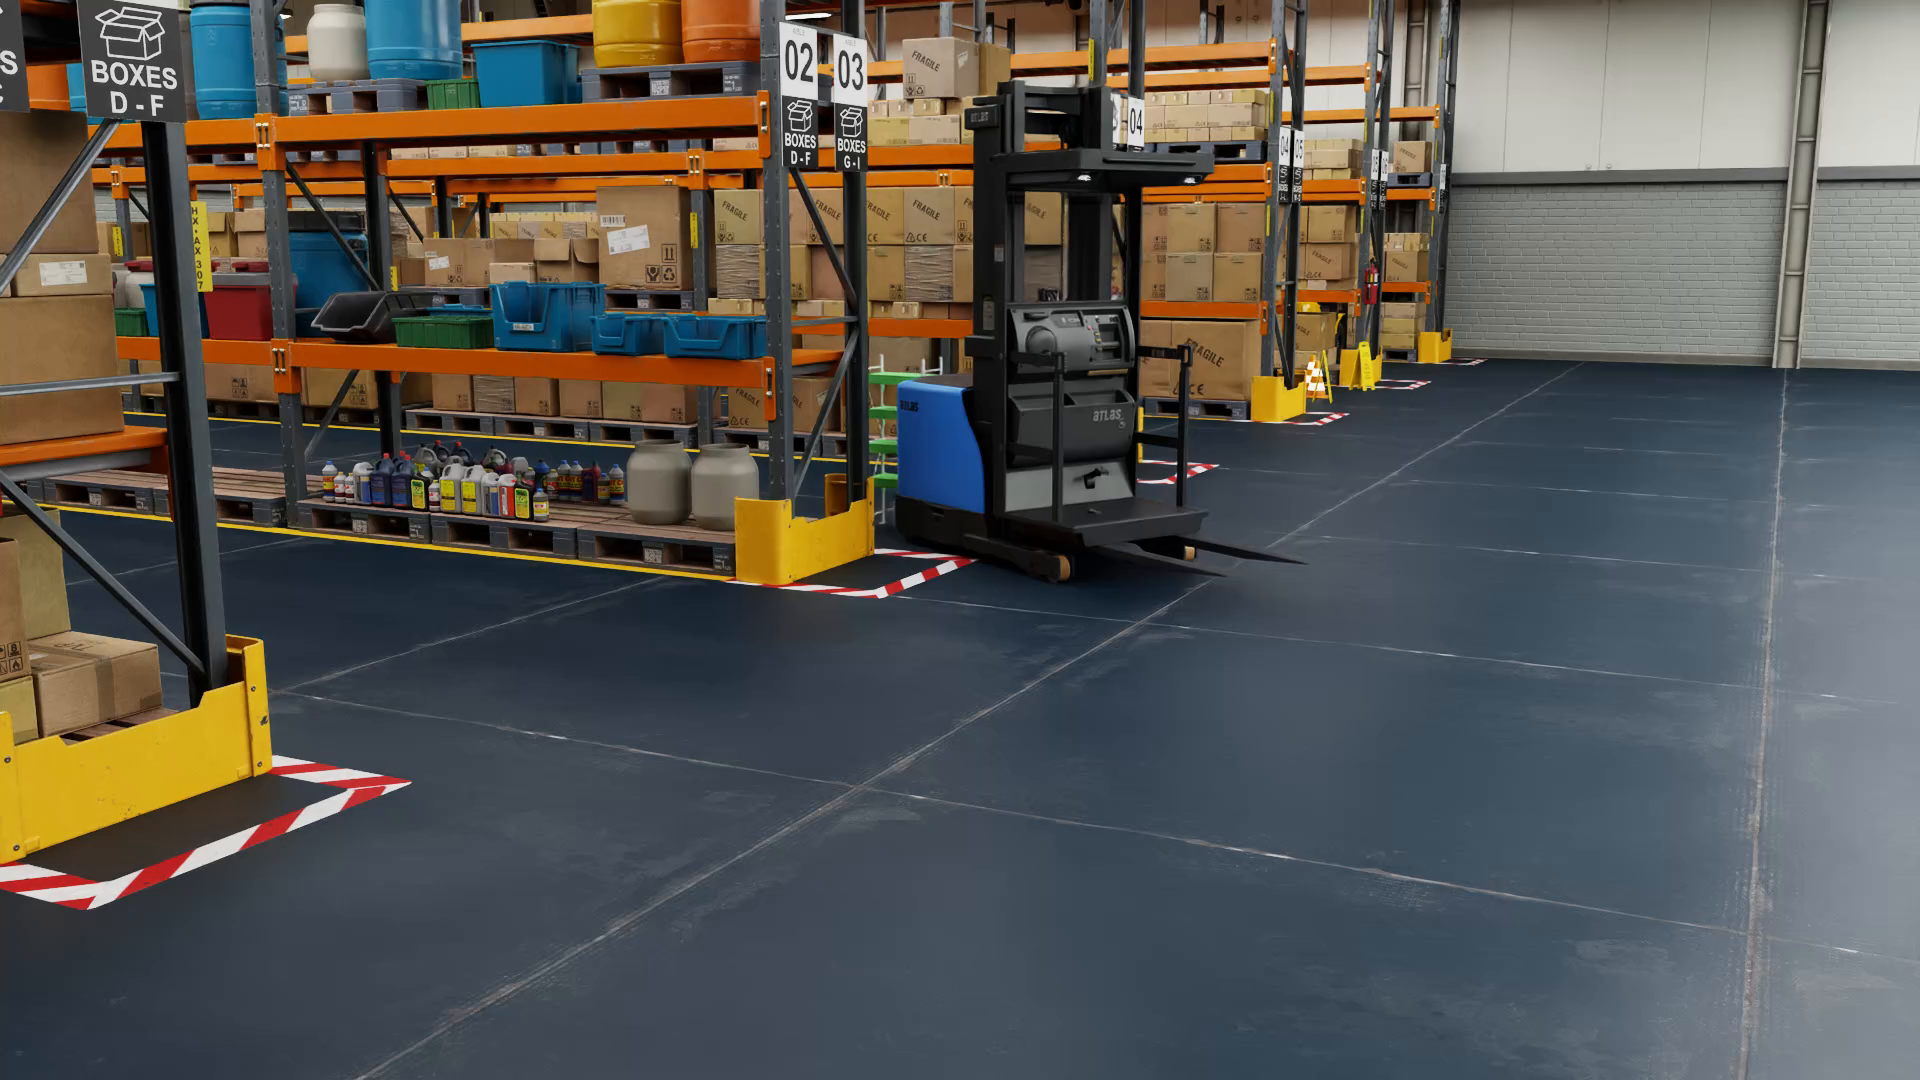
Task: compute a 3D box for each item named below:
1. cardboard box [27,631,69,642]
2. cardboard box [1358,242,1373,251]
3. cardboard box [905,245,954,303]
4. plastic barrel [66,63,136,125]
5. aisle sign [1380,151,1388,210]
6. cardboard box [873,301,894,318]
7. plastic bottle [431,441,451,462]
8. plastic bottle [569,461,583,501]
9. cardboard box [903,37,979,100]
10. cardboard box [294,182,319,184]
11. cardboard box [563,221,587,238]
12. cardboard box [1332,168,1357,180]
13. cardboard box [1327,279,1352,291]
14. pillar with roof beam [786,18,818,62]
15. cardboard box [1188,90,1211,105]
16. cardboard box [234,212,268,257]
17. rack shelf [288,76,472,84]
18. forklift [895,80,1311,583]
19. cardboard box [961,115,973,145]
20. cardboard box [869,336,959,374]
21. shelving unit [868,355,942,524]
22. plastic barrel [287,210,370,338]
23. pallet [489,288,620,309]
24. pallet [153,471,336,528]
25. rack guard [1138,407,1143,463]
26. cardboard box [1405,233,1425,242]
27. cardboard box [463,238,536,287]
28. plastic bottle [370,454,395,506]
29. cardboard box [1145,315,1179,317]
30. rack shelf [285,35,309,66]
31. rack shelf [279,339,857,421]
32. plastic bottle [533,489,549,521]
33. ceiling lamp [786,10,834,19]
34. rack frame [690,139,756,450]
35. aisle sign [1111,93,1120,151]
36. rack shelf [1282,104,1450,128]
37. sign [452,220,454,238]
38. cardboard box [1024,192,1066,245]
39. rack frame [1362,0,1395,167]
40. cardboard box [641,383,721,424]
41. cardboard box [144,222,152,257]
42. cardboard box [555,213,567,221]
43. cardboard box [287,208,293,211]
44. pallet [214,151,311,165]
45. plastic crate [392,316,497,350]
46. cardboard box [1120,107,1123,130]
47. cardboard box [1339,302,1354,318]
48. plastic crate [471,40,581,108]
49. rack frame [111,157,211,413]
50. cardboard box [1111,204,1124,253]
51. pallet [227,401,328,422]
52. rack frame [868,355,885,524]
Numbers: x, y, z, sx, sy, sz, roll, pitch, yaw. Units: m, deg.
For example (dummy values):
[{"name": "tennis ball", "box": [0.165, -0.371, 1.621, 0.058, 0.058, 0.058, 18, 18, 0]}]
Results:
[{"name": "cardboard box", "box": [-3.881, 0.507, 6.550, 0.500, 0.250, 0.500, 5, 11, 26]}, {"name": "cardboard box", "box": [6.816, -4.899, 27.772, 0.250, 0.149, 0.380, 5, 11, 25]}, {"name": "cardboard box", "box": [-0.074, -2.415, 15.034, 0.500, 0.500, 0.875, 5, 11, 26]}, {"name": "plastic barrel", "box": [-6.166, -3.460, 12.097, 0.708, 0.901, 0.600, 5, 11, 26]}, {"name": "aisle sign", "box": [5.916, -5.012, 23.198, 0.004, 0.787, 0.394, 5, 11, 26]}, {"name": "cardboard box", "box": [-0.594, -2.103, 15.133, 0.250, 0.149, 0.380, 5, 11, 26]}, {"name": "plastic bottle", "box": [-3.736, -0.537, 11.980, 0.185, 0.351, 0.144, 5, 11, 24]}, {"name": "plastic bottle", "box": [-2.649, -0.408, 11.485, 0.097, 0.271, 0.097, 0, 10, 0]}, {"name": "cardboard box", "box": [-0.164, -4.104, 14.543, 0.500, 0.500, 0.500, 5, 11, 26]}, {"name": "cardboard box", "box": [-9.498, -5.395, 24.617, 0.500, 0.250, 0.500, 5, 11, 24]}, {"name": "cardboard box", "box": [-6.496, -5.247, 28.713, 0.500, 0.500, 0.500, 5, 11, 27]}, {"name": "cardboard box", "box": [5.279, -5.024, 22.847, 0.250, 0.149, 0.380, 5, 11, 26]}, {"name": "cardboard box", "box": [5.293, -3.559, 23.180, 0.250, 0.149, 0.380, 5, 12, 28]}, {"name": "pillar with roof beam", "box": [-4.976, -7.890, 29.555, 0.548, 9.000, 9.100, 5, 11, 26]}, {"name": "cardboard box", "box": [2.718, -4.902, 18.478, 0.250, 0.149, 0.380, 5, 12, 27]}, {"name": "cardboard box", "box": [-7.672, -3.442, 18.728, 0.637, 0.503, 0.797, 5, 12, 28]}, {"name": "rack shelf", "box": [-8.932, -6.589, 24.397, 4.000, 0.370, 1.077, 5, 11, 26]}, {"name": "forklift", "box": [0.824, -1.287, 10.109, 1.130, 2.935, 3.031, -7, 12, -35]}, {"name": "cardboard box", "box": [0.344, -3.543, 14.385, 0.500, 0.250, 0.500, 5, 11, 26]}, {"name": "cardboard box", "box": [-0.560, -2.339, 20.866, 0.750, 0.750, 1.050, 5, 11, 26]}, {"name": "shelving unit", "box": [-0.400, -0.674, 11.586, 0.503, 1.200, 0.258, 6, 12, 31]}, {"name": "plastic barrel", "box": [-4.653, -1.955, 12.200, 0.708, 0.901, 0.600, 5, 11, 26]}, {"name": "pallet", "box": [-4.043, -2.492, 17.113, 1.213, 0.211, 1.003, 5, 11, 26]}, {"name": "pallet", "box": [-5.162, -0.313, 12.365, 1.213, 0.211, 1.003, 5, 11, 26]}, {"name": "rack guard", "box": [1.270, -0.881, 14.694, 0.348, 0.500, 1.175, 5, 11, 26]}, {"name": "cardboard box", "box": [7.501, -4.990, 27.442, 0.250, 0.149, 0.380, 5, 11, 26]}, {"name": "cardboard box", "box": [-4.790, -2.927, 17.520, 0.500, 0.500, 0.700, 7, 12, 34]}, {"name": "plastic bottle", "box": [-3.900, -0.412, 11.288, 0.185, 0.351, 0.144, 5, 12, 27]}, {"name": "cardboard box", "box": [3.031, -3.096, 24.348, 0.500, 0.500, 0.500, 6, 12, 28]}, {"name": "rack shelf", "box": [-7.630, -5.294, 18.358, 4.000, 0.370, 1.077, 5, 11, 26]}, {"name": "rack shelf", "box": [-2.647, -1.118, 11.002, 4.000, 0.370, 1.077, 5, 11, 26]}, {"name": "plastic bottle", "box": [-2.695, -0.228, 10.690, 0.097, 0.201, 0.097, 0, 10, 0]}, {"name": "ceiling lamp", "box": [-3.066, -10.834, 29.431, 2.000, 3.185, 0.800, 5, 11, 26]}, {"name": "rack frame", "box": [-2.249, -2.420, 16.180, 0.127, 3.000, 1.000, 5, 11, 26]}, {"name": "aisle sign", "box": [1.261, -3.331, 13.915, 0.004, 0.787, 0.394, 5, 11, 26]}, {"name": "rack shelf", "box": [6.122, -7.040, 28.001, 4.000, 0.370, 1.077, 5, 11, 26]}, {"name": "sign", "box": [-5.605, -3.354, 18.308, 0.005, 0.325, 0.100, 5, 11, 26]}, {"name": "cardboard box", "box": [0.735, -2.796, 14.335, 0.500, 0.500, 0.500, 5, 11, 26]}, {"name": "rack frame", "box": [5.723, -6.640, 22.649, 0.127, 3.000, 1.000, 5, 11, 26]}, {"name": "cardboard box", "box": [-2.790, -1.458, 16.649, 0.500, 0.500, 0.700, 4, 11, 21]}, {"name": "cardboard box", "box": [-9.740, -3.571, 20.017, 0.500, 0.500, 0.500, 5, 11, 26]}, {"name": "cardboard box", "box": [-6.801, -5.595, 28.812, 0.250, 0.149, 0.380, 5, 11, 26]}, {"name": "cardboard box", "box": [-9.985, -4.721, 24.969, 0.500, 0.500, 0.500, 5, 12, 27]}, {"name": "pallet", "box": [-7.441, -4.248, 18.389, 1.213, 0.211, 1.003, 6, 12, 28]}, {"name": "plastic crate", "box": [-3.348, -1.373, 10.988, 0.662, 0.188, 0.450, 5, 11, 26]}, {"name": "cardboard box", "box": [1.711, -4.807, 19.069, 0.500, 0.250, 0.500, 5, 11, 26]}, {"name": "cardboard box", "box": [6.447, -3.890, 28.037, 0.500, 0.250, 0.500, 5, 11, 27]}, {"name": "plastic crate", "box": [-2.697, -2.884, 10.366, 0.575, 0.384, 0.392, 5, 11, 26]}, {"name": "rack frame", "box": [-9.423, -3.051, 19.663, 0.127, 3.000, 1.000, 5, 11, 26]}, {"name": "cardboard box", "box": [1.799, -3.645, 19.495, 0.500, 0.550, 0.875, 5, 11, 26]}, {"name": "pallet", "box": [-7.600, -1.534, 19.112, 1.213, 0.211, 1.003, 5, 11, 26]}, {"name": "rack frame", "box": [-0.609, -0.697, 11.710, 0.015, 1.200, 0.240, 6, 12, 31]}]
